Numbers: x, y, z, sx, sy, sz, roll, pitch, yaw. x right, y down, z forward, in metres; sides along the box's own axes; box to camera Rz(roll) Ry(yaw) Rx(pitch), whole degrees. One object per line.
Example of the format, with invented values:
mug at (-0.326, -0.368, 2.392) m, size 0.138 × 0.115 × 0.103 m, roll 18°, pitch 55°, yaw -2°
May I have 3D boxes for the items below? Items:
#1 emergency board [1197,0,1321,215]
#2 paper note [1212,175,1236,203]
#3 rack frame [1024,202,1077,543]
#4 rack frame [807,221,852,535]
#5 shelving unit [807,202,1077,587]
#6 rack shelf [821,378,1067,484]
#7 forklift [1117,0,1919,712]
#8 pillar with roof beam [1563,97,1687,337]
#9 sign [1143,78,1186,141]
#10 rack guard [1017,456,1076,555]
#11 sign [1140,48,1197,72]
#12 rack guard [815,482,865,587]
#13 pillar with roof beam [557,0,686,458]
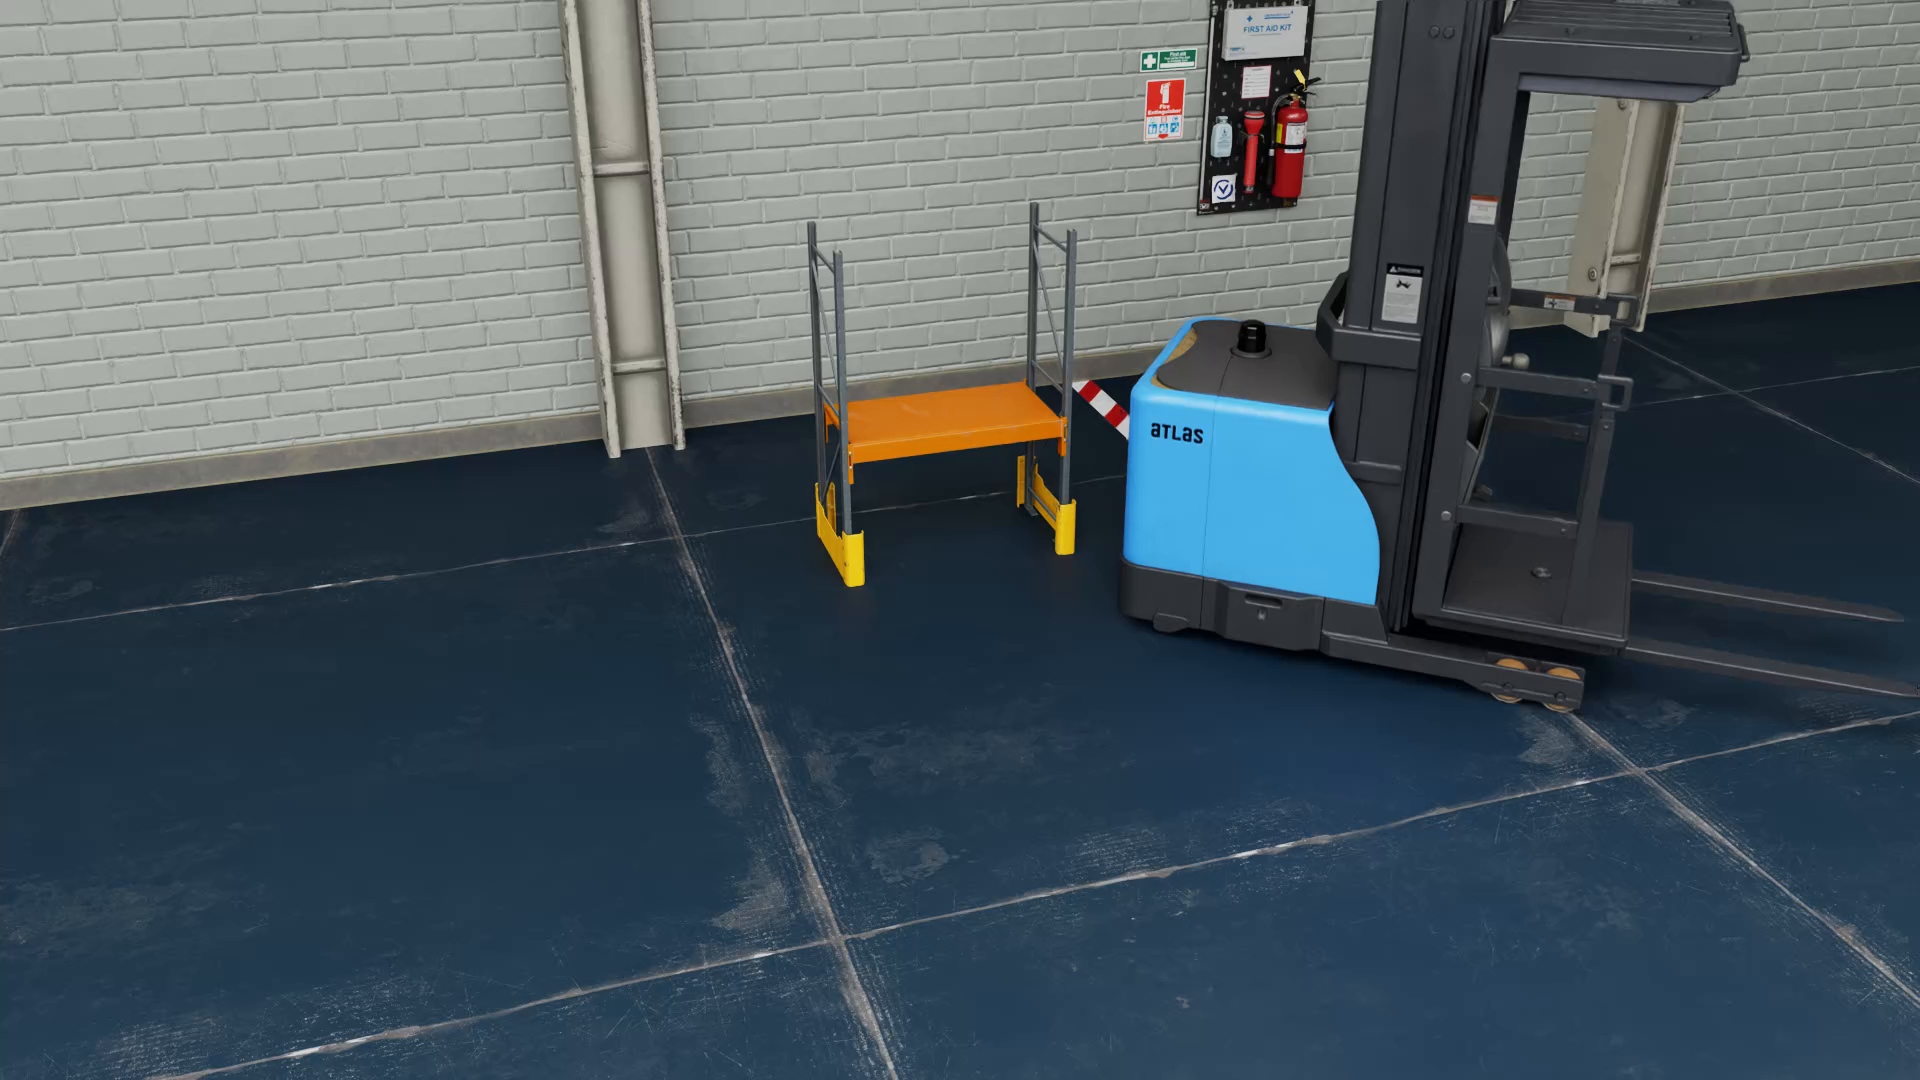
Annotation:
emergency board at (1.672, -2.362, 9.134) m, size 0.643 × 1.169 × 0.194 m, roll -8°, pitch 28°, yaw -16°
paper note at (1.483, -1.972, 9.340) m, size 0.142 × 0.148 × 0.016 m, roll -8°, pitch 28°, yaw -16°
rack frame at (0.402, -0.730, 7.534) m, size 0.032 × 1.500 × 0.500 m, roll -8°, pitch 28°, yaw -16°
rack frame at (-0.564, -0.590, 7.252) m, size 0.032 × 1.500 × 0.500 m, roll -8°, pitch 28°, yaw -16°
shelving unit at (-0.072, -0.661, 7.395) m, size 1.083 × 1.500 × 0.587 m, roll -8°, pitch 28°, yaw -16°
rack shelf at (-0.081, -0.499, 7.473) m, size 1.000 × 0.185 × 0.538 m, roll -8°, pitch 28°, yaw -16°
forklift at (2.235, -0.917, 6.301) m, size 3.031 × 2.935 × 1.130 m, roll 10°, pitch 28°, yaw 19°
pillar with roof beam at (5.367, -3.553, 4.787) m, size 0.400 × 9.000 × 9.100 m, roll -8°, pitch 28°, yaw -16°
sign at (1.115, -2.345, 9.061) m, size 0.234 × 0.329 × 0.001 m, roll -8°, pitch 28°, yaw -16°
rack guard at (0.401, -0.170, 7.811) m, size 0.087 × 0.250 × 0.587 m, roll -8°, pitch 28°, yaw -16°
sign at (1.122, -2.580, 8.937) m, size 0.331 × 0.109 × 0.001 m, roll -8°, pitch 28°, yaw -16°
rack guard at (-0.546, -0.033, 7.535) m, size 0.087 × 0.250 × 0.587 m, roll -8°, pitch 28°, yaw -16°
pillar with roof beam at (-0.338, -2.727, 3.123) m, size 0.400 × 9.000 × 9.100 m, roll -8°, pitch 28°, yaw -16°
